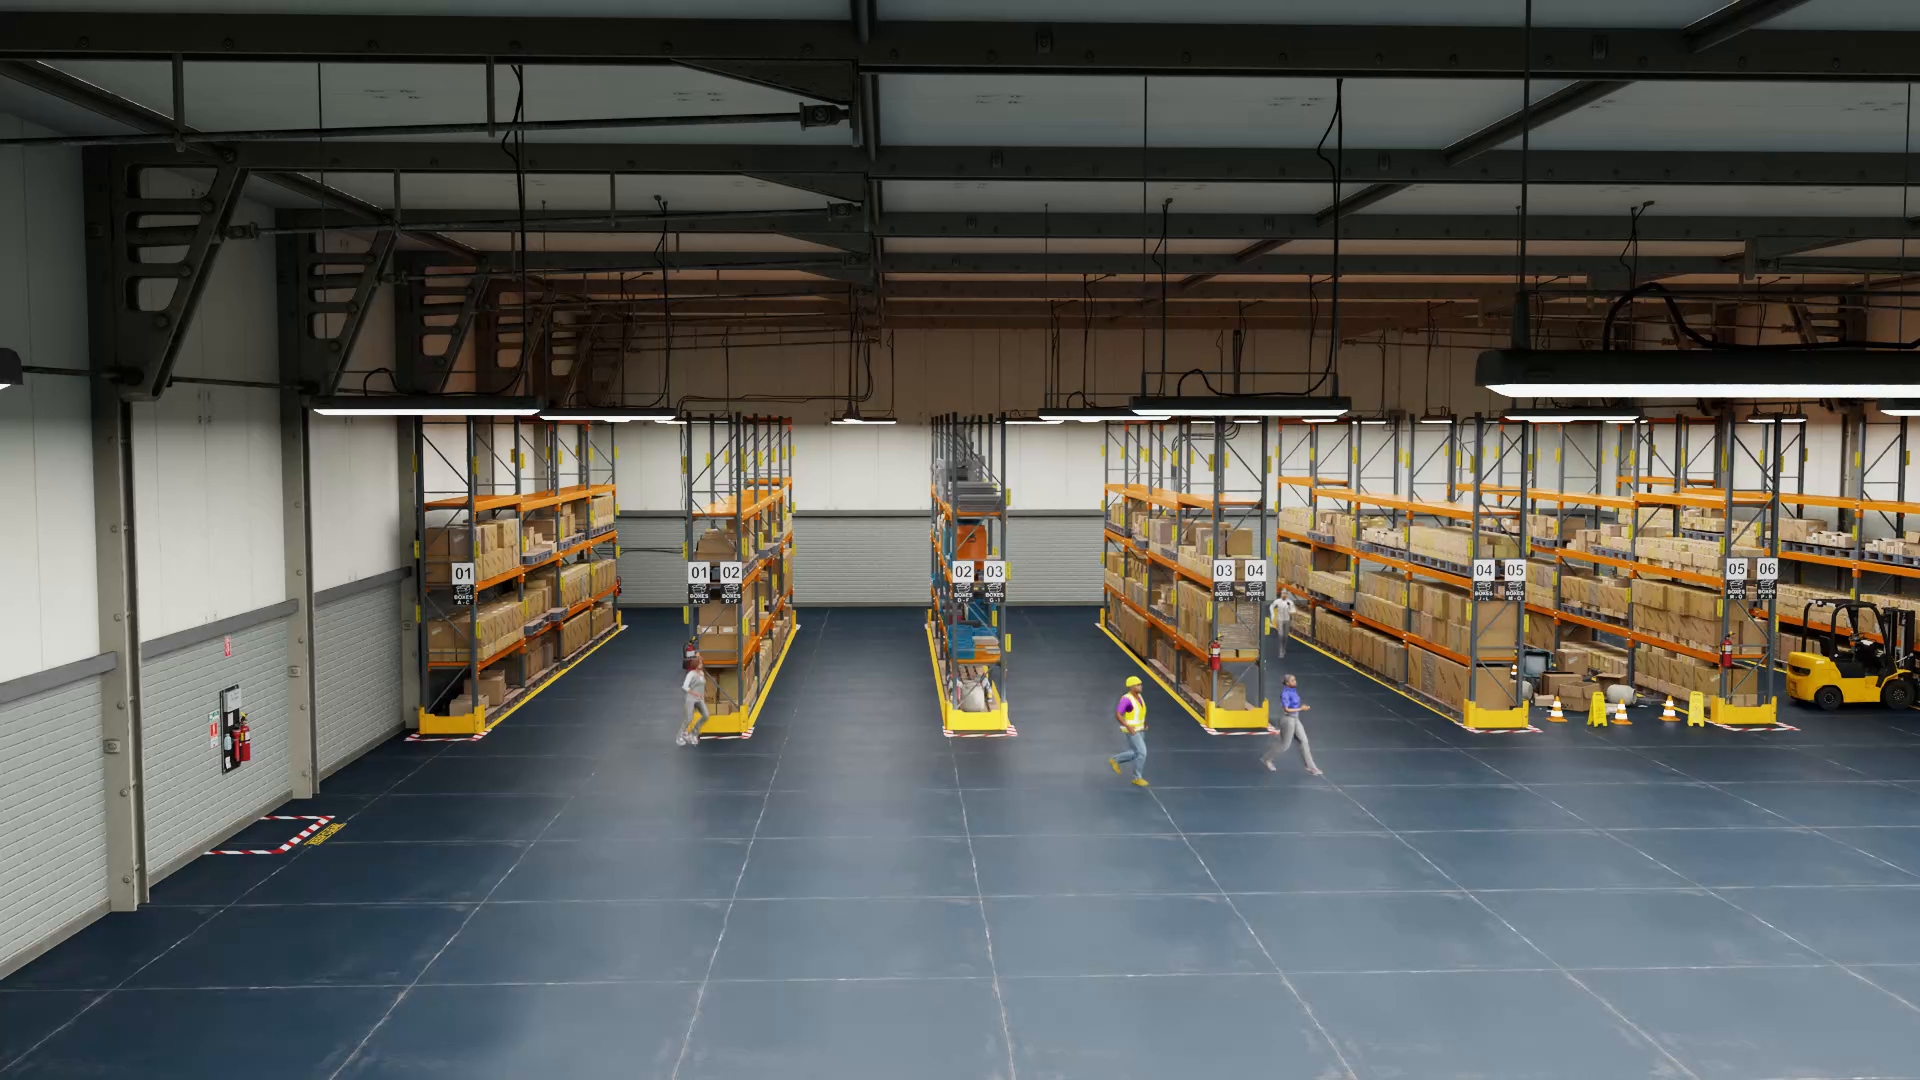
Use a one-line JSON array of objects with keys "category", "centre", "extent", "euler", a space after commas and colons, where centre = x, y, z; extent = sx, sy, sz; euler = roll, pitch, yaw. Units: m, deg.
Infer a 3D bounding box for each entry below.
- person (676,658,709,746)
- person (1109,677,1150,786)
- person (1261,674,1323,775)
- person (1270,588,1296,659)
[{"category": "person", "centre": [-4.765, 2.898, 29.927], "extent": [0.592, 1.560, 0.592], "euler": [3, 5, 35]}, {"category": "person", "centre": [2.718, 3.047, 26.703], "extent": [0.739, 1.737, 0.719], "euler": [2, 4, 28]}, {"category": "person", "centre": [5.476, 3.018, 27.378], "extent": [0.995, 1.636, 0.586], "euler": [2, 5, 31]}, {"category": "person", "centre": [8.048, 2.029, 41.406], "extent": [0.583, 1.691, 0.746], "euler": [0, 4, -2]}]
